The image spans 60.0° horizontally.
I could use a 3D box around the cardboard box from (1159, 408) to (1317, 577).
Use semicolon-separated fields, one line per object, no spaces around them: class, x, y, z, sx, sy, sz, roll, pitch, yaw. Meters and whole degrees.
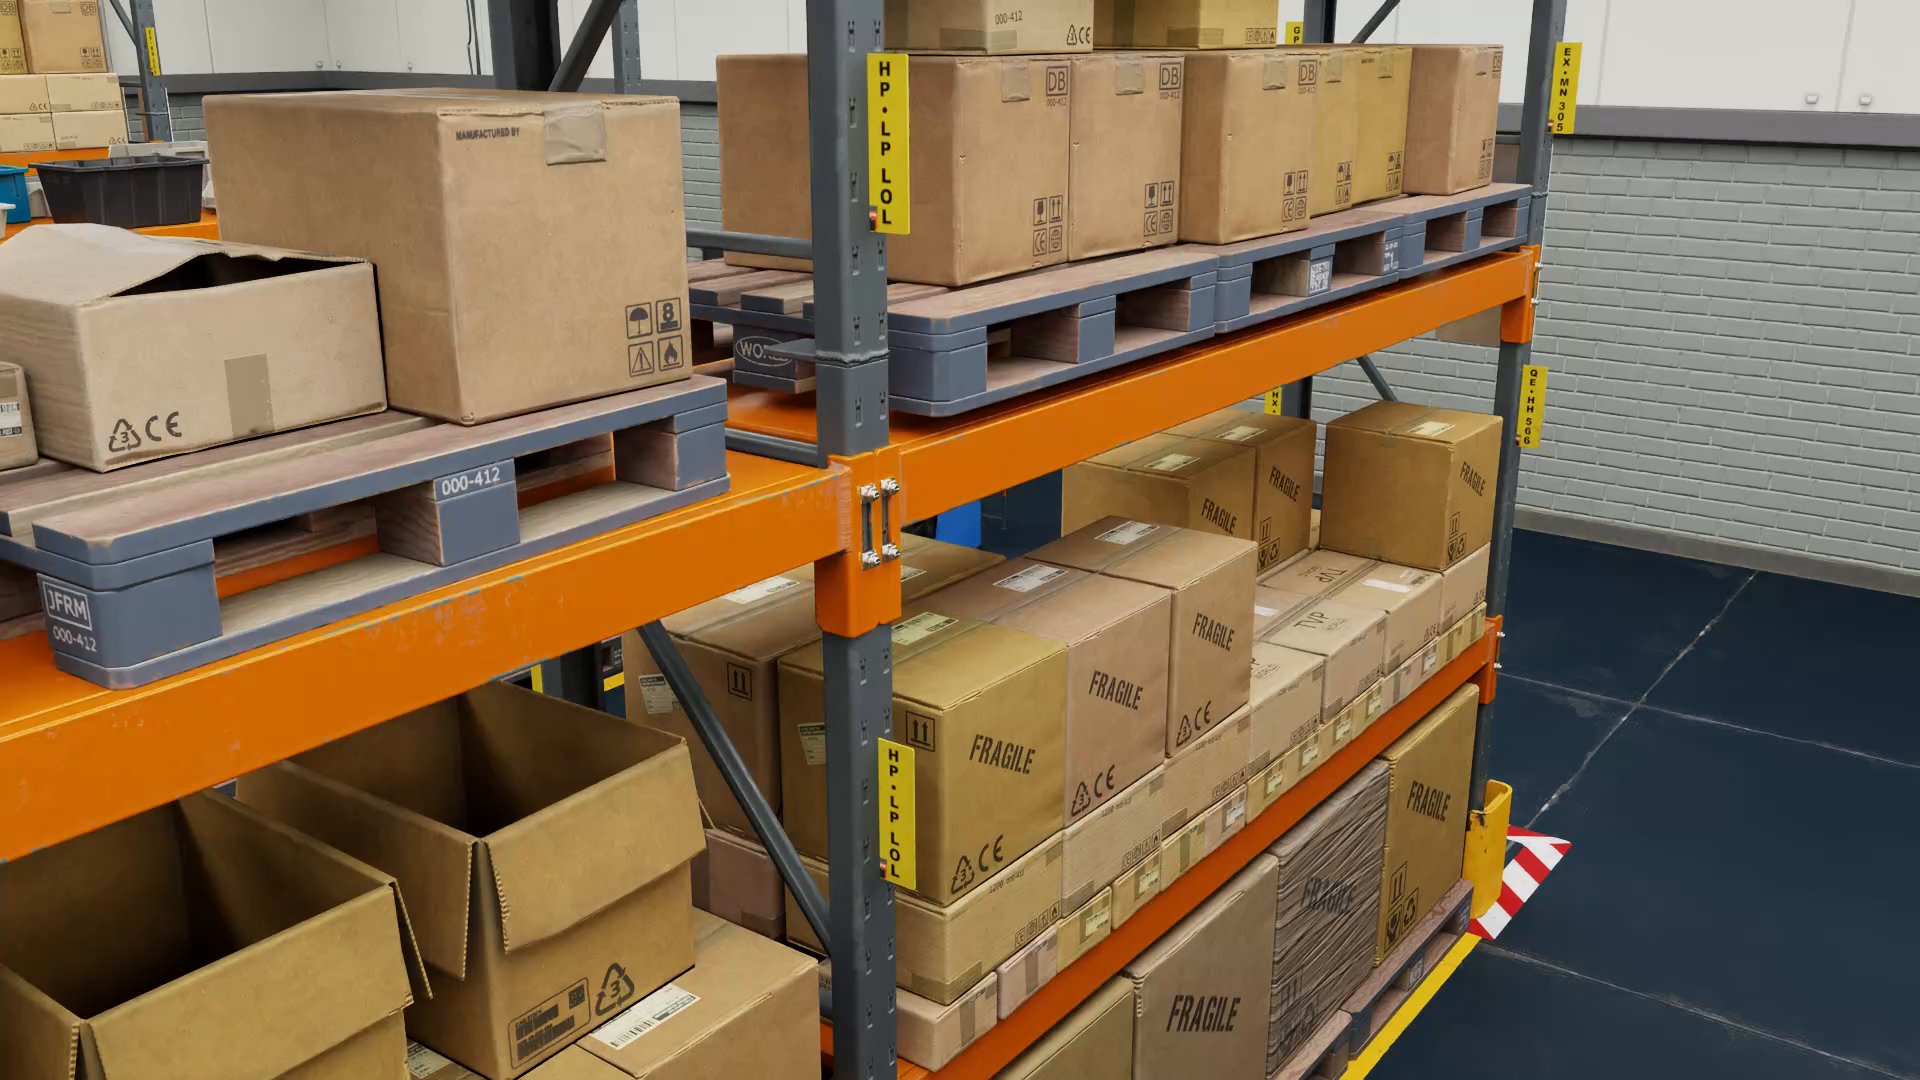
cardboard box;1.005;-0.196;6.304;0.500;0.500;0.500;12;21;33

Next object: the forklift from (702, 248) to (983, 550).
forklift;-0.766;-0.721;9.623;1.130;2.935;3.031;5;18;16

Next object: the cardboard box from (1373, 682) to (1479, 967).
cardboard box;1.489;1.028;6.751;0.875;0.875;0.875;12;21;35

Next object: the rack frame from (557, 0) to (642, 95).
rack frame;-2.172;-3.693;8.963;1.000;3.000;0.127;12;21;35

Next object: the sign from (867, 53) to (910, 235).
sign;-0.136;-0.736;3.097;0.100;0.325;0.005;12;21;35

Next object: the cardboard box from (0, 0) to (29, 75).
cardboard box;-6.806;-3.433;11.328;0.700;0.500;0.500;12;21;35

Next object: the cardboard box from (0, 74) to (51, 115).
cardboard box;-6.547;-3.017;11.255;0.500;0.250;0.500;12;21;35

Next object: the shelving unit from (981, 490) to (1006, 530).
shelving unit;0.099;-0.612;12.193;0.258;1.200;0.503;12;21;35

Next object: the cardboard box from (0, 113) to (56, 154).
cardboard box;-6.549;-2.779;11.331;0.500;0.250;0.500;12;21;35

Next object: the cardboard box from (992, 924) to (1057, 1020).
cardboard box;0.023;1.045;4.243;0.380;0.149;0.250;12;21;33

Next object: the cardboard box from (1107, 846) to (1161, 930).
cardboard box;0.334;0.920;4.648;0.380;0.149;0.250;12;21;33

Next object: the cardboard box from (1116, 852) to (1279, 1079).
cardboard box;0.416;1.456;5.370;0.875;0.875;0.875;12;21;35

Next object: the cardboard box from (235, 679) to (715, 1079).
cardboard box;-0.951;0.626;3.309;0.797;0.503;0.637;12;21;33

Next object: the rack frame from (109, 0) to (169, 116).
rack frame;-6.148;-4.569;11.785;1.000;3.000;0.127;12;21;35

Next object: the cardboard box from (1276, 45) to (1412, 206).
cardboard box;1.107;-1.436;5.706;0.700;0.500;0.500;12;21;33

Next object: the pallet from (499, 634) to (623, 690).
pallet;-2.694;0.693;9.656;1.003;0.211;1.213;12;21;35

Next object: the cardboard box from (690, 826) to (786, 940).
cardboard box;-0.525;0.778;4.433;0.500;0.250;0.500;12;21;34

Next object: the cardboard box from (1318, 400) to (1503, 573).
cardboard box;1.727;-0.219;6.378;0.500;0.500;0.500;13;21;35

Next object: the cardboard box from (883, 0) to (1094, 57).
cardboard box;-0.012;-1.310;4.036;0.500;0.250;0.500;11;20;31

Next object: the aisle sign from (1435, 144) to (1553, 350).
aisle sign;2.090;-1.159;6.534;0.394;0.787;0.004;12;21;35

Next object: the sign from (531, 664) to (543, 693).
sign;-1.024;0.451;4.141;0.100;0.325;0.005;12;21;35

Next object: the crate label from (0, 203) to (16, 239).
crate label;-4.031;-1.248;6.590;0.293;0.136;0.466;12;21;35

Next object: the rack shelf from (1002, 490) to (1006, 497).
rack shelf;0.099;-0.359;12.272;0.258;0.148;0.480;12;21;35

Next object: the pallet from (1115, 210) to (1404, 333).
pallet;0.646;-0.873;5.088;1.003;0.211;1.213;12;21;35

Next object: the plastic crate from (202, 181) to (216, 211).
plastic crate;-3.204;-1.599;7.721;0.437;0.136;0.530;12;21;35

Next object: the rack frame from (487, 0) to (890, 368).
rack frame;-0.577;-1.865;3.077;1.000;3.000;0.127;12;21;35

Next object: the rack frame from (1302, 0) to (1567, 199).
rack frame;1.806;-2.818;6.145;1.000;3.000;0.127;12;21;35

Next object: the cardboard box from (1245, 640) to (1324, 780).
cardboard box;0.818;0.506;5.309;0.500;0.250;0.500;12;21;35

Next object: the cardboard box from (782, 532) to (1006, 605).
cardboard box;-0.216;0.296;4.720;0.500;0.500;0.500;13;21;35

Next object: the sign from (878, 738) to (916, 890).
sign;-0.136;0.578;3.505;0.100;0.325;0.005;12;21;35

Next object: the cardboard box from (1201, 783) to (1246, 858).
cardboard box;0.638;0.799;5.036;0.380;0.149;0.250;13;21;35

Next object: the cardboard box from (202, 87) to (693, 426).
cardboard box;-0.915;-0.541;2.994;0.700;0.500;0.500;13;22;36

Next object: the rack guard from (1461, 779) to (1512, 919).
rack guard;1.820;1.235;7.424;1.175;0.500;0.348;12;21;35

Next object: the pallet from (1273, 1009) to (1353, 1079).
pallet;0.665;1.872;5.859;1.003;0.211;1.213;12;21;35

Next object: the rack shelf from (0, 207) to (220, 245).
rack shelf;-3.363;-1.441;7.981;1.077;0.370;4.000;12;21;35

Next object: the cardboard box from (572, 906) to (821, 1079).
cardboard box;-0.637;1.112;3.438;0.500;0.500;0.500;12;21;35

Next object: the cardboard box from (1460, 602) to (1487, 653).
cardboard box;1.858;0.310;6.611;0.380;0.149;0.250;13;21;36

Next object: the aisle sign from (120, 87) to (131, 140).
aisle sign;-6.343;-3.014;12.508;0.394;0.787;0.004;12;21;35

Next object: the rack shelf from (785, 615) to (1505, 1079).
rack shelf;0.614;0.867;5.607;1.077;0.370;4.000;12;21;35

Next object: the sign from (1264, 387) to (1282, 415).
sign;1.364;-0.504;7.215;0.100;0.325;0.005;12;21;35

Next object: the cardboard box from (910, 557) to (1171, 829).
cardboard box;0.213;0.386;4.429;0.500;0.500;0.500;12;21;35

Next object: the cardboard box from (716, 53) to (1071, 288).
cardboard box;-0.159;-0.926;4.064;0.700;0.500;0.500;11;20;31

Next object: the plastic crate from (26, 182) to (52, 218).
plastic crate;-4.103;-1.552;7.571;0.293;0.136;0.466;12;21;35

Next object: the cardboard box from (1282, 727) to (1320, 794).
cardboard box;0.947;0.674;5.439;0.380;0.149;0.250;13;21;36

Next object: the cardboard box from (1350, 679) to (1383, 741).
cardboard box;1.251;0.553;5.827;0.380;0.149;0.250;12;21;33

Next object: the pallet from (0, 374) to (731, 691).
pallet;-1.084;-0.114;2.819;0.805;0.209;1.217;11;21;33

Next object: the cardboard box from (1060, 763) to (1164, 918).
cardboard box;0.213;0.746;4.535;0.500;0.250;0.500;12;21;34

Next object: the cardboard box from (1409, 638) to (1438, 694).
cardboard box;1.554;0.432;6.218;0.380;0.149;0.250;12;21;35

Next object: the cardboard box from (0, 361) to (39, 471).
cardboard box;-1.585;-0.185;2.440;0.380;0.149;0.250;11;21;32

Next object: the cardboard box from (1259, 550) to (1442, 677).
cardboard box;1.428;0.260;6.101;0.500;0.250;0.500;12;21;34

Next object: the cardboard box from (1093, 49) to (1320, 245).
cardboard box;0.590;-1.153;4.794;0.700;0.500;0.500;14;22;37

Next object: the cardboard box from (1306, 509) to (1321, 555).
cardboard box;1.303;0.043;6.798;0.500;0.250;0.500;12;21;33
